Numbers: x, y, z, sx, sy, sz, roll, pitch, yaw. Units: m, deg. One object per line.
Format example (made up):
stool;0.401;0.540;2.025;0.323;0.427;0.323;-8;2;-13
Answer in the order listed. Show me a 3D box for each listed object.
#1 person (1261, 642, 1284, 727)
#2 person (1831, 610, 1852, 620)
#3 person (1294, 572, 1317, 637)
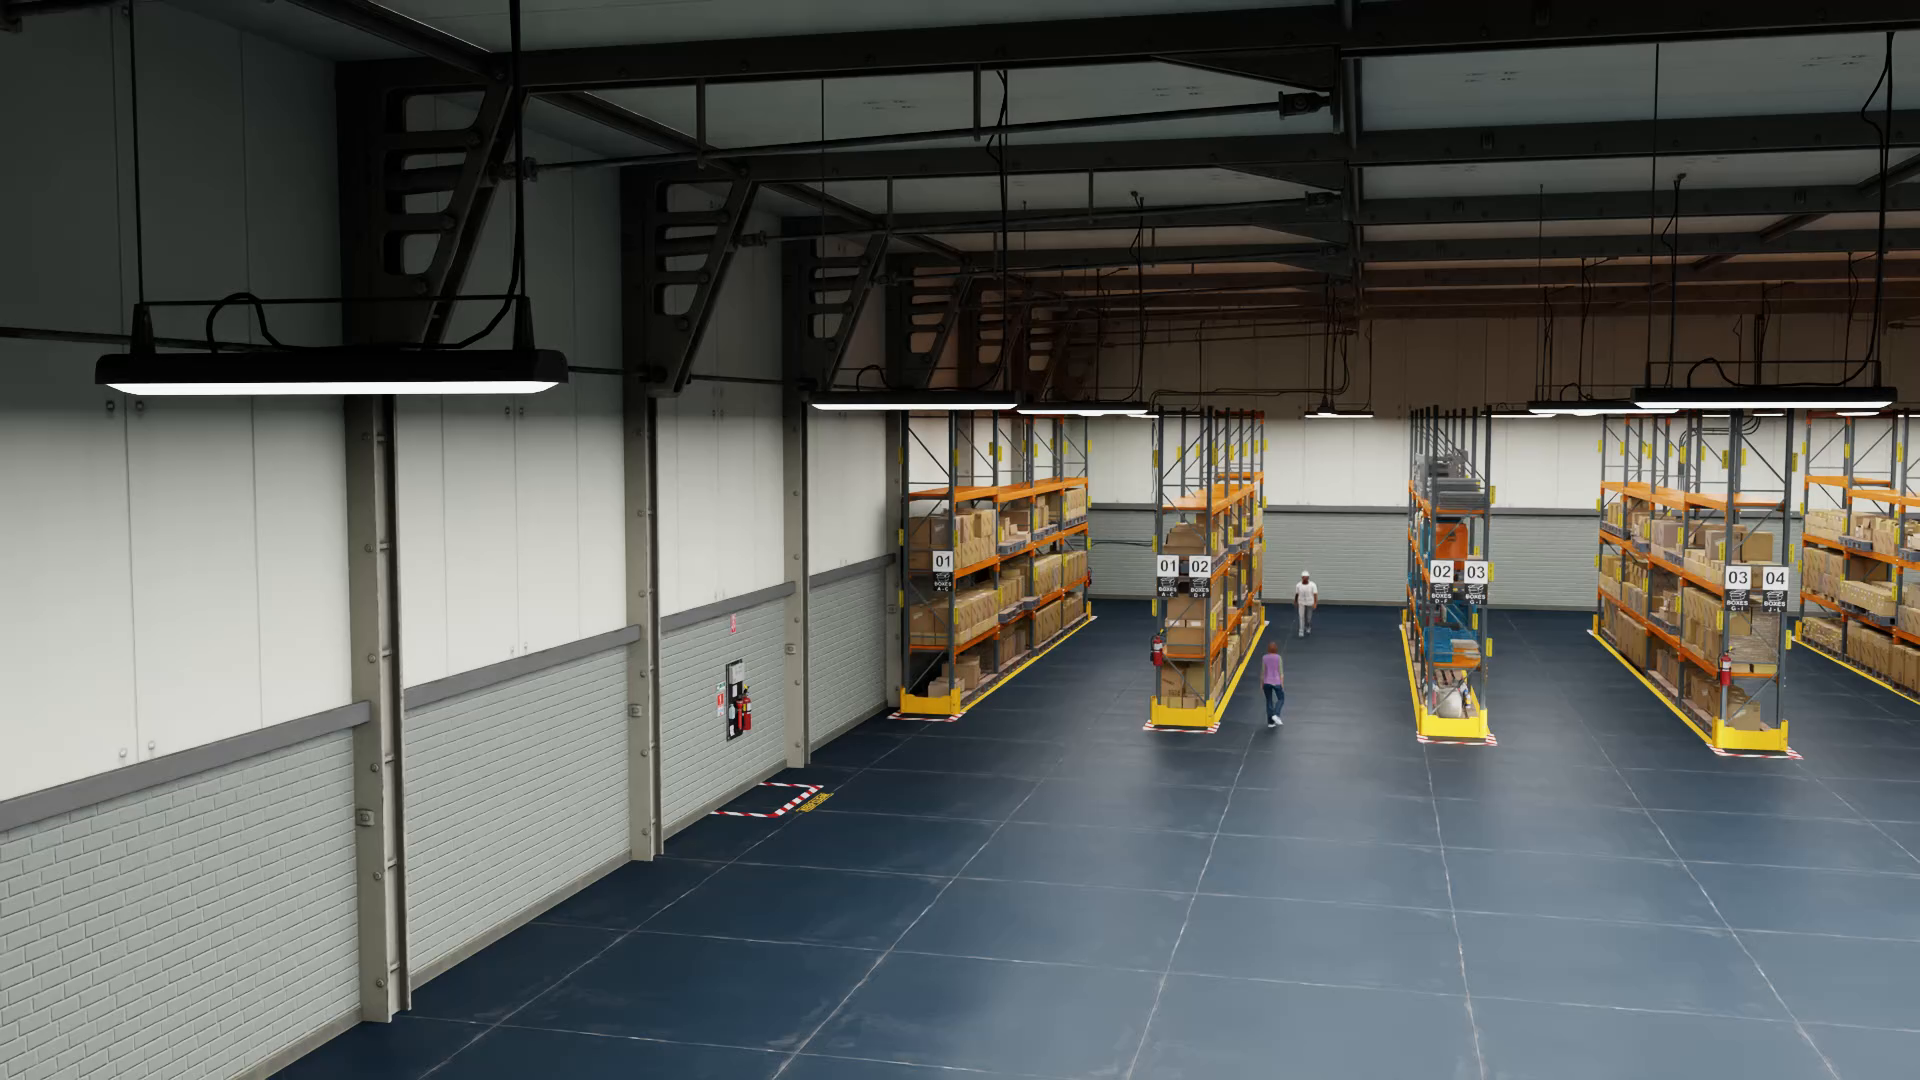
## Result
person;5.816;2.709;31.010;0.439;1.583;0.441;1;4;17
person;23.797;1.628;44.748;0.499;1.808;0.579;-1;4;-10
person;9.172;1.690;44.119;0.606;1.708;1.085;1;4;14
